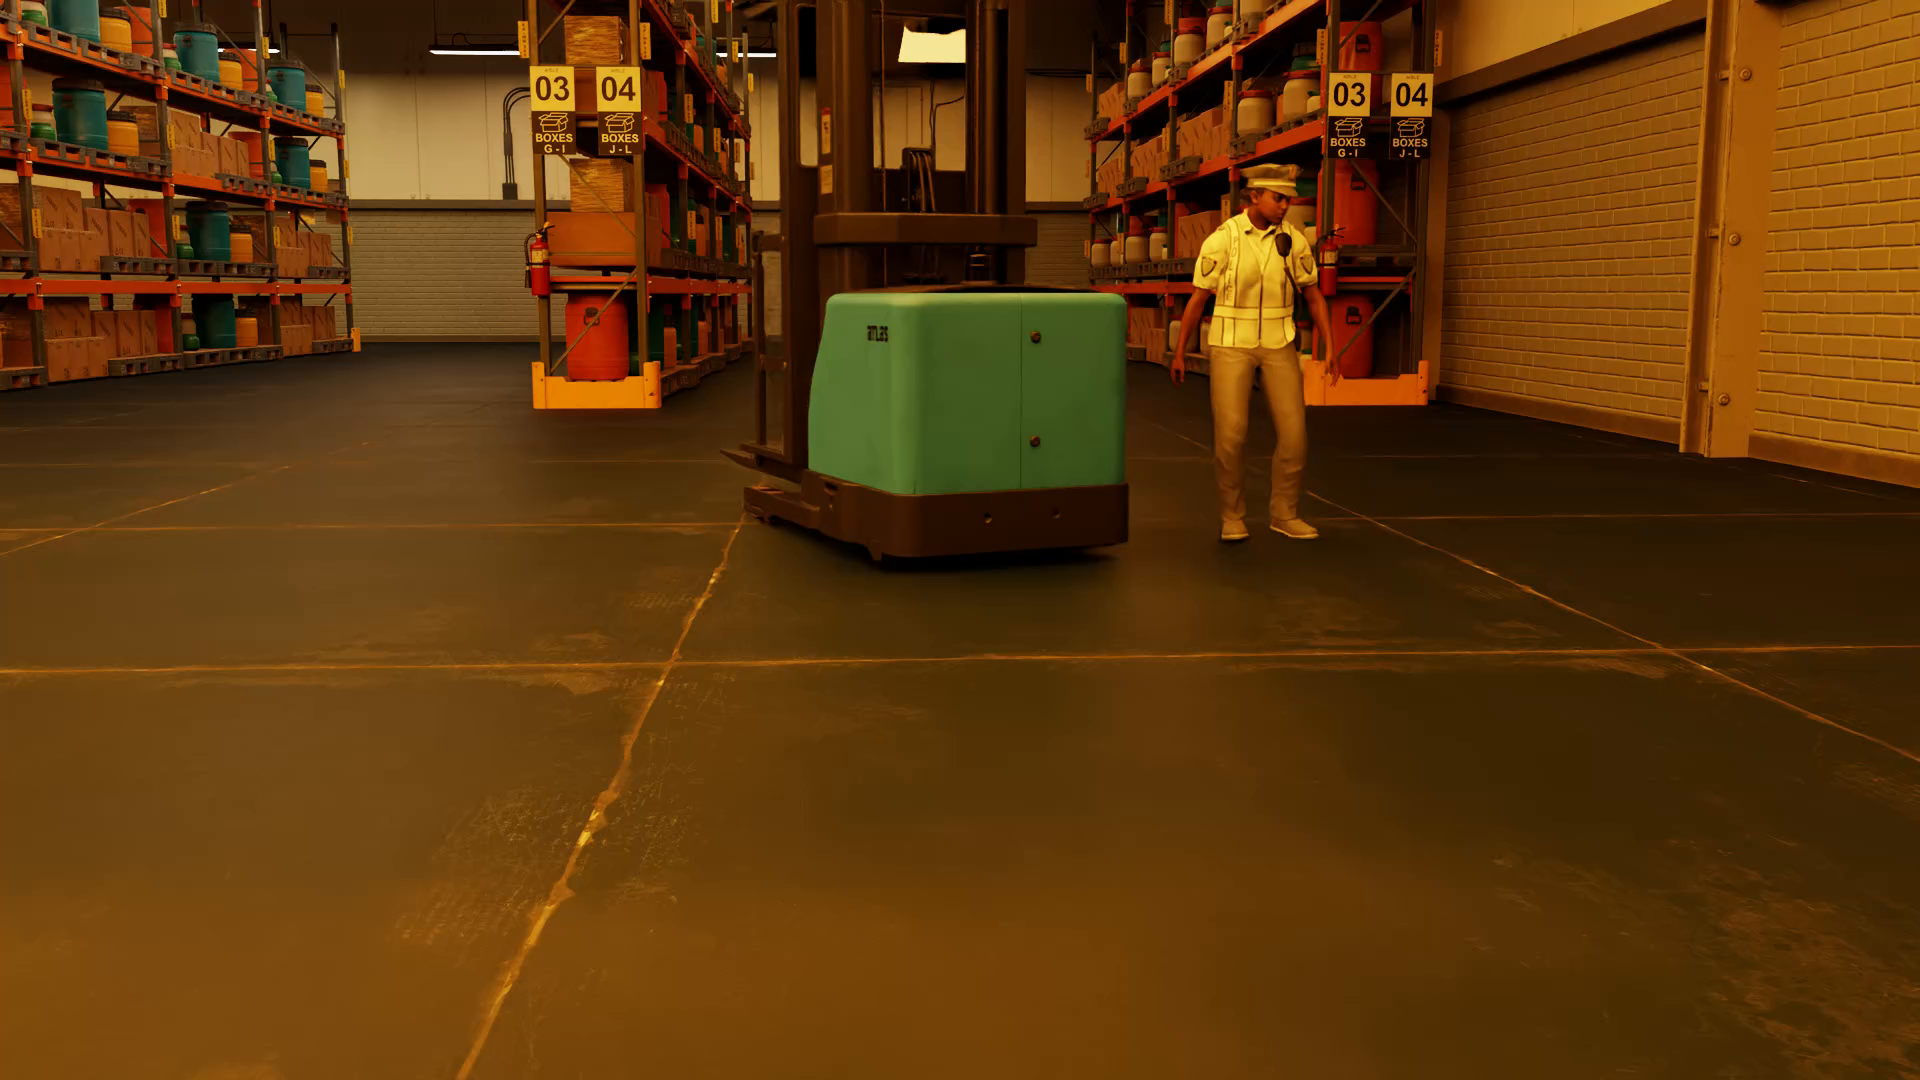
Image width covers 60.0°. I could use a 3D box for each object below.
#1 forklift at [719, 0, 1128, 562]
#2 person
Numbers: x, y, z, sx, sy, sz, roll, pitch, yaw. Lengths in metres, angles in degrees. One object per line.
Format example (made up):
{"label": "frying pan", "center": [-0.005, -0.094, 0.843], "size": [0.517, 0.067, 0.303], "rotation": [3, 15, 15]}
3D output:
{"label": "forklift", "center": [-0.384, -1.540, 7.704], "size": [1.130, 2.935, 3.031], "rotation": [-4, 9, -24]}
{"label": "person", "center": [1.272, -0.802, 7.225], "size": [0.691, 1.625, 0.406], "rotation": [-1, 8, -6]}
